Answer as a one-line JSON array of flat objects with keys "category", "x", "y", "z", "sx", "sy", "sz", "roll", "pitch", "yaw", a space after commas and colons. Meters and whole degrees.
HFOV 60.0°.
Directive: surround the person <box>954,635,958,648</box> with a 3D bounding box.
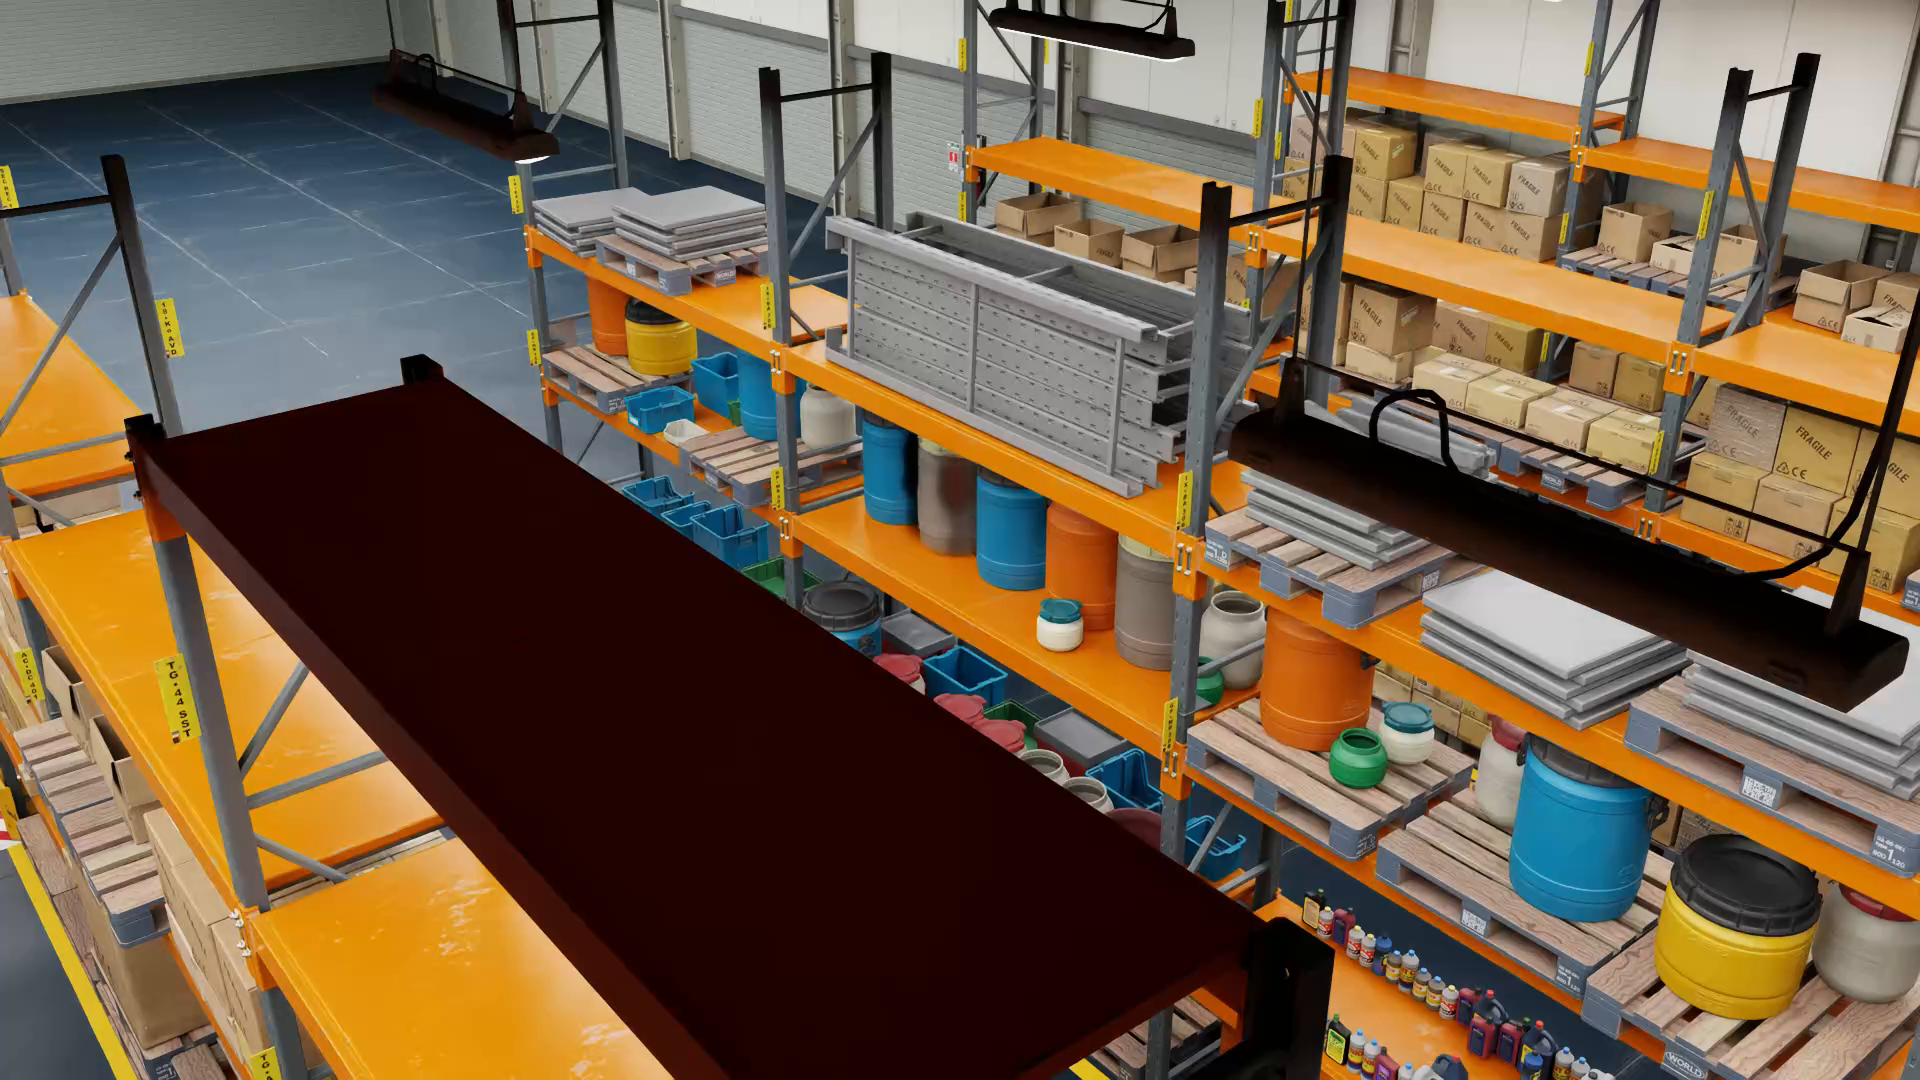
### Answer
[{"category": "person", "x": -0.014, "y": 0.235, "z": 15.737, "sx": 0.561, "sy": 1.754, "sz": 0.502, "roll": 1, "pitch": 26, "yaw": 3}]
